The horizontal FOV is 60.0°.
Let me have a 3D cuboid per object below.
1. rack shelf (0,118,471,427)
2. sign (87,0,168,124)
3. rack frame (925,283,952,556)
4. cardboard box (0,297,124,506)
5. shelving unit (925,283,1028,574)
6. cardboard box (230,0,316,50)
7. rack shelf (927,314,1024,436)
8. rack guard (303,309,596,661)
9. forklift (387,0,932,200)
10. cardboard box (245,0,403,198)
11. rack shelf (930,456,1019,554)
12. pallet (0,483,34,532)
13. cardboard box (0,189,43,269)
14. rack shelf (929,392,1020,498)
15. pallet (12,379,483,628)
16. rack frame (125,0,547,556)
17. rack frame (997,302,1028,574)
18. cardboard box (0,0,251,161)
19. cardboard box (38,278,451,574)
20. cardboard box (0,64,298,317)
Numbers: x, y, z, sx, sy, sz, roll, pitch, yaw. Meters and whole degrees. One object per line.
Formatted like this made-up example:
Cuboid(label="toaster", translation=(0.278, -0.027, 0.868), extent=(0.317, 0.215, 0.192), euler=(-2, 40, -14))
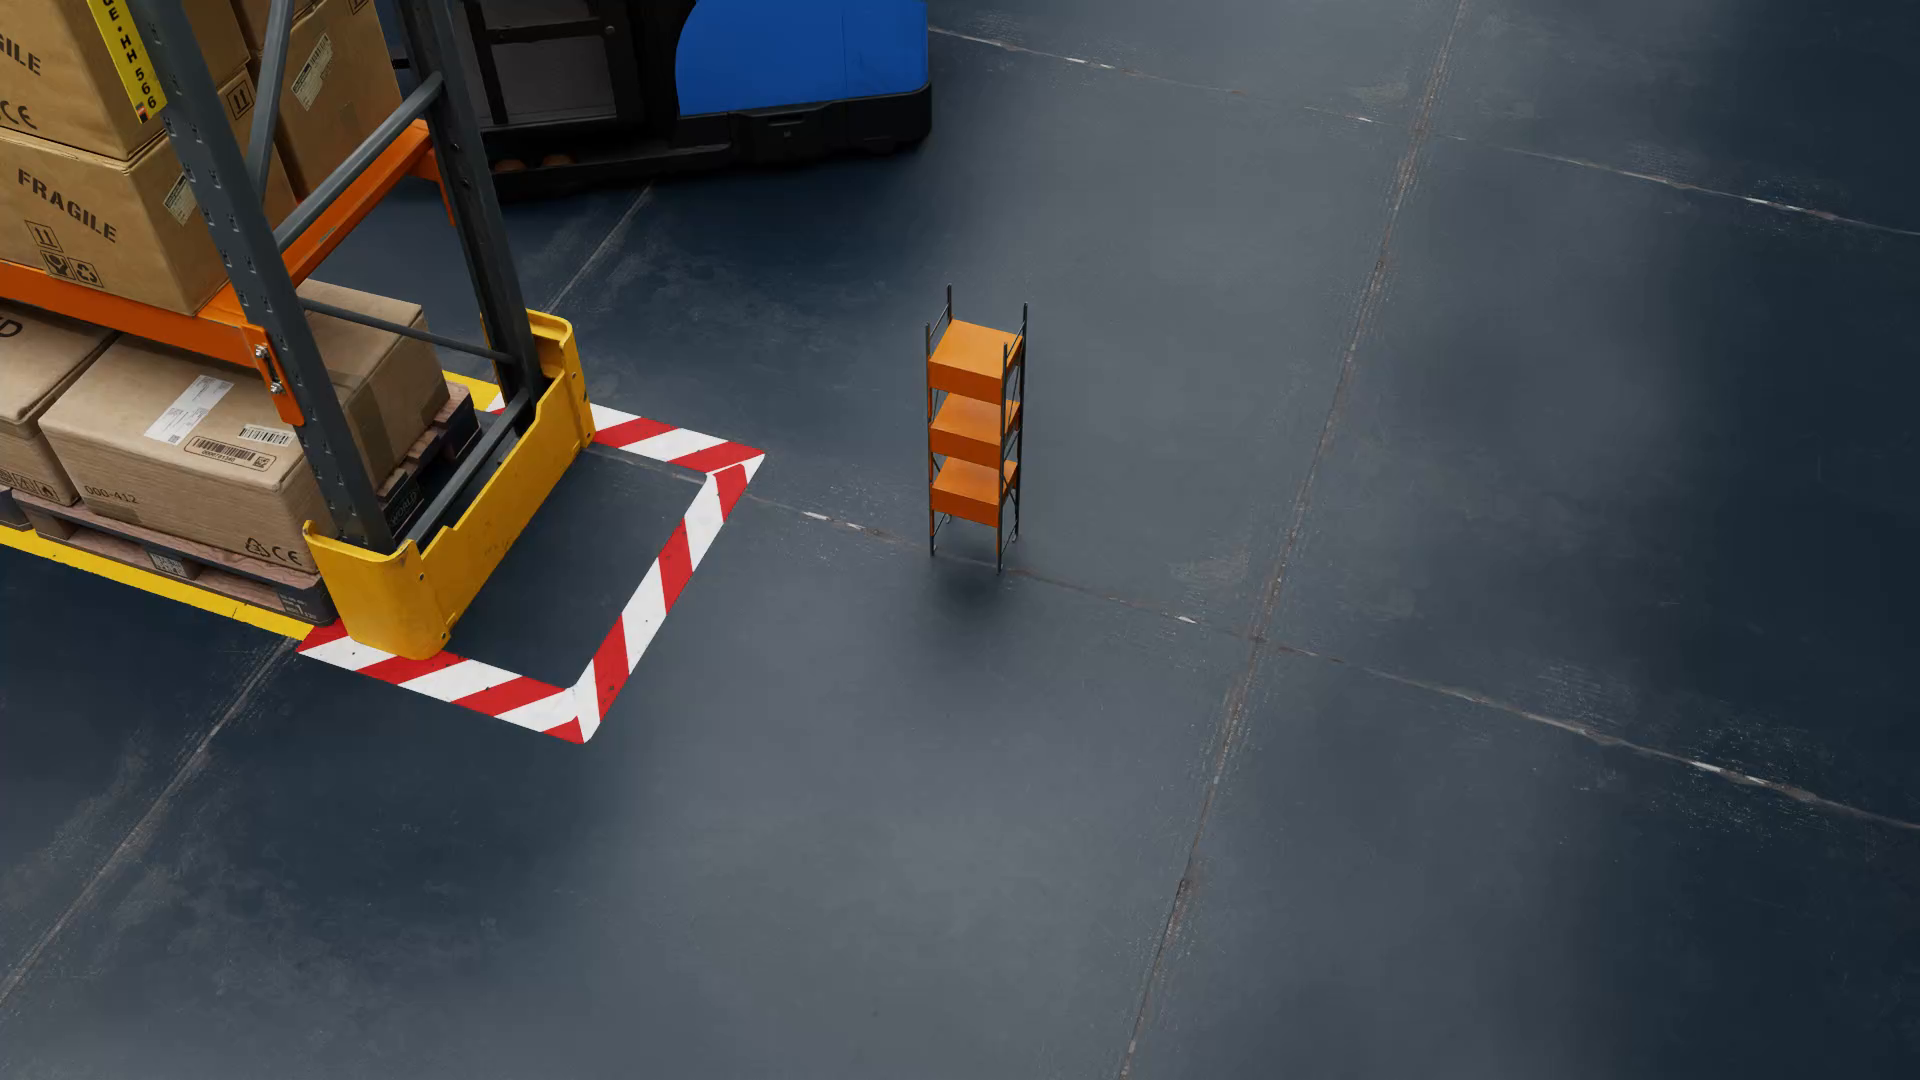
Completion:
Cuboid(label="rack shelf", translation=(-3.577, -1.329, 5.393), extent=(4.000, 0.370, 1.077), euler=(16, 51, 13))
Cuboid(label="sign", translation=(-1.902, -1.117, 3.810), extent=(0.005, 0.325, 0.100), euler=(16, 51, 13))
Cuboid(label="rack frame", translation=(-0.064, -0.362, 5.369), extent=(0.008, 1.050, 0.200), euler=(16, 51, 13))
Cuboid(label="cardboard box", translation=(-3.216, -0.675, 5.768), extent=(0.875, 0.438, 0.875), euler=(17, 51, 14))
Cuboid(label="shelving unit", translation=(0.050, -0.330, 5.341), extent=(0.252, 1.050, 0.215), euler=(16, 51, 13))
Cuboid(label="cardboard box", translation=(-2.053, -1.729, 4.536), extent=(0.500, 0.500, 0.500), euler=(15, 51, 12))
Cuboid(label="rack shelf", translation=(0.050, -0.509, 5.135), extent=(0.240, 0.259, 0.215), euler=(16, 51, 13))
Cuboid(label="rack guard", translation=(-1.679, -0.216, 5.606), extent=(0.348, 0.500, 1.175), euler=(16, 51, 13))
Cuboid(label="forklift", translation=(-1.688, -2.822, 6.257), extent=(3.031, 2.935, 1.130), euler=(-8, 50, -7))
Cuboid(label="cardboard box", translation=(-2.052, -1.403, 4.915), extent=(0.500, 0.500, 0.500), euler=(15, 51, 13))
Cuboid(label="rack shelf", translation=(0.050, -0.141, 5.559), extent=(0.240, 0.259, 0.215), euler=(16, 51, 13))
Cuboid(label="pallet", translation=(-3.619, -0.602, 6.132), extent=(1.213, 0.211, 1.003), euler=(16, 51, 13))
Cuboid(label="cardboard box", translation=(-2.711, -1.155, 4.700), extent=(0.500, 0.500, 0.500), euler=(15, 51, 12))
Cuboid(label="rack shelf", translation=(0.050, -0.323, 5.349), extent=(0.240, 0.259, 0.215), euler=(16, 51, 13))
Cuboid(label="pallet", translation=(-2.478, -0.282, 5.854), extent=(1.213, 0.211, 1.003), euler=(16, 51, 13))
Cuboid(label="rack frame", translation=(-1.701, -1.041, 4.667), extent=(0.127, 3.000, 1.000), euler=(16, 51, 13))
Cuboid(label="rack frame", translation=(0.165, -0.298, 5.313), extent=(0.008, 1.050, 0.200), euler=(16, 51, 13))
Cuboid(label="cardboard box", translation=(-2.236, -1.359, 4.215), extent=(0.500, 0.500, 0.500), euler=(17, 51, 14))
Cuboid(label="cardboard box", translation=(-2.355, -0.441, 5.565), extent=(0.875, 0.438, 0.875), euler=(14, 51, 12))
Cuboid(label="cardboard box", translation=(-2.245, -1.012, 4.576), extent=(0.500, 0.500, 0.500), euler=(16, 51, 13))
